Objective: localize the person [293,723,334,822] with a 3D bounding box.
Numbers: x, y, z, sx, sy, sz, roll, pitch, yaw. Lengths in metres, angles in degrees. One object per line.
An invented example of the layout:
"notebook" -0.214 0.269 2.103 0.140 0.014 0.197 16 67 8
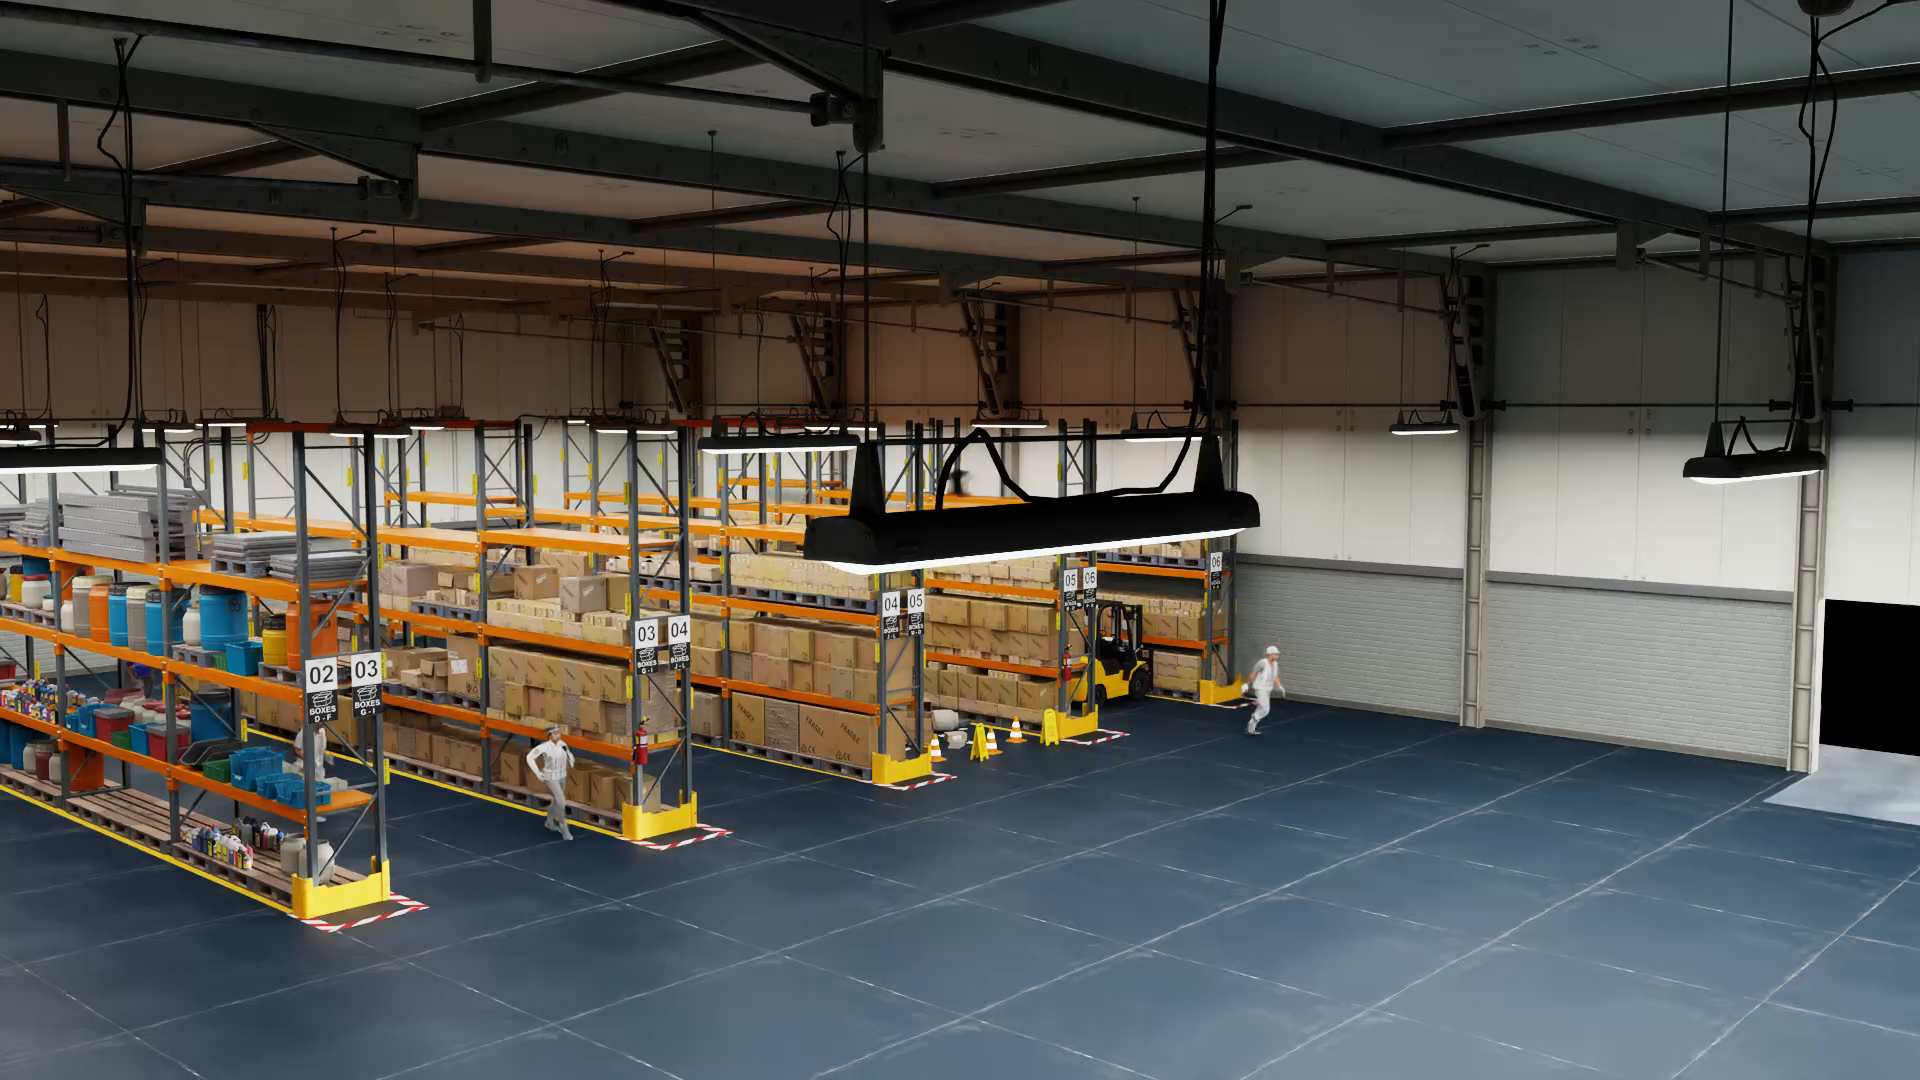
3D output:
"person" -9.890 3.423 25.190 0.709 1.729 0.682 1 5 17

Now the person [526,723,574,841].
"person" -5.936 3.515 24.213 0.677 1.743 0.712 3 6 33

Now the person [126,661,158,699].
"person" -16.155 2.839 32.907 0.527 1.649 0.781 -4 6 -41

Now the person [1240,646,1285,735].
"person" 5.797 2.871 31.705 0.645 1.728 0.673 -4 6 -44
